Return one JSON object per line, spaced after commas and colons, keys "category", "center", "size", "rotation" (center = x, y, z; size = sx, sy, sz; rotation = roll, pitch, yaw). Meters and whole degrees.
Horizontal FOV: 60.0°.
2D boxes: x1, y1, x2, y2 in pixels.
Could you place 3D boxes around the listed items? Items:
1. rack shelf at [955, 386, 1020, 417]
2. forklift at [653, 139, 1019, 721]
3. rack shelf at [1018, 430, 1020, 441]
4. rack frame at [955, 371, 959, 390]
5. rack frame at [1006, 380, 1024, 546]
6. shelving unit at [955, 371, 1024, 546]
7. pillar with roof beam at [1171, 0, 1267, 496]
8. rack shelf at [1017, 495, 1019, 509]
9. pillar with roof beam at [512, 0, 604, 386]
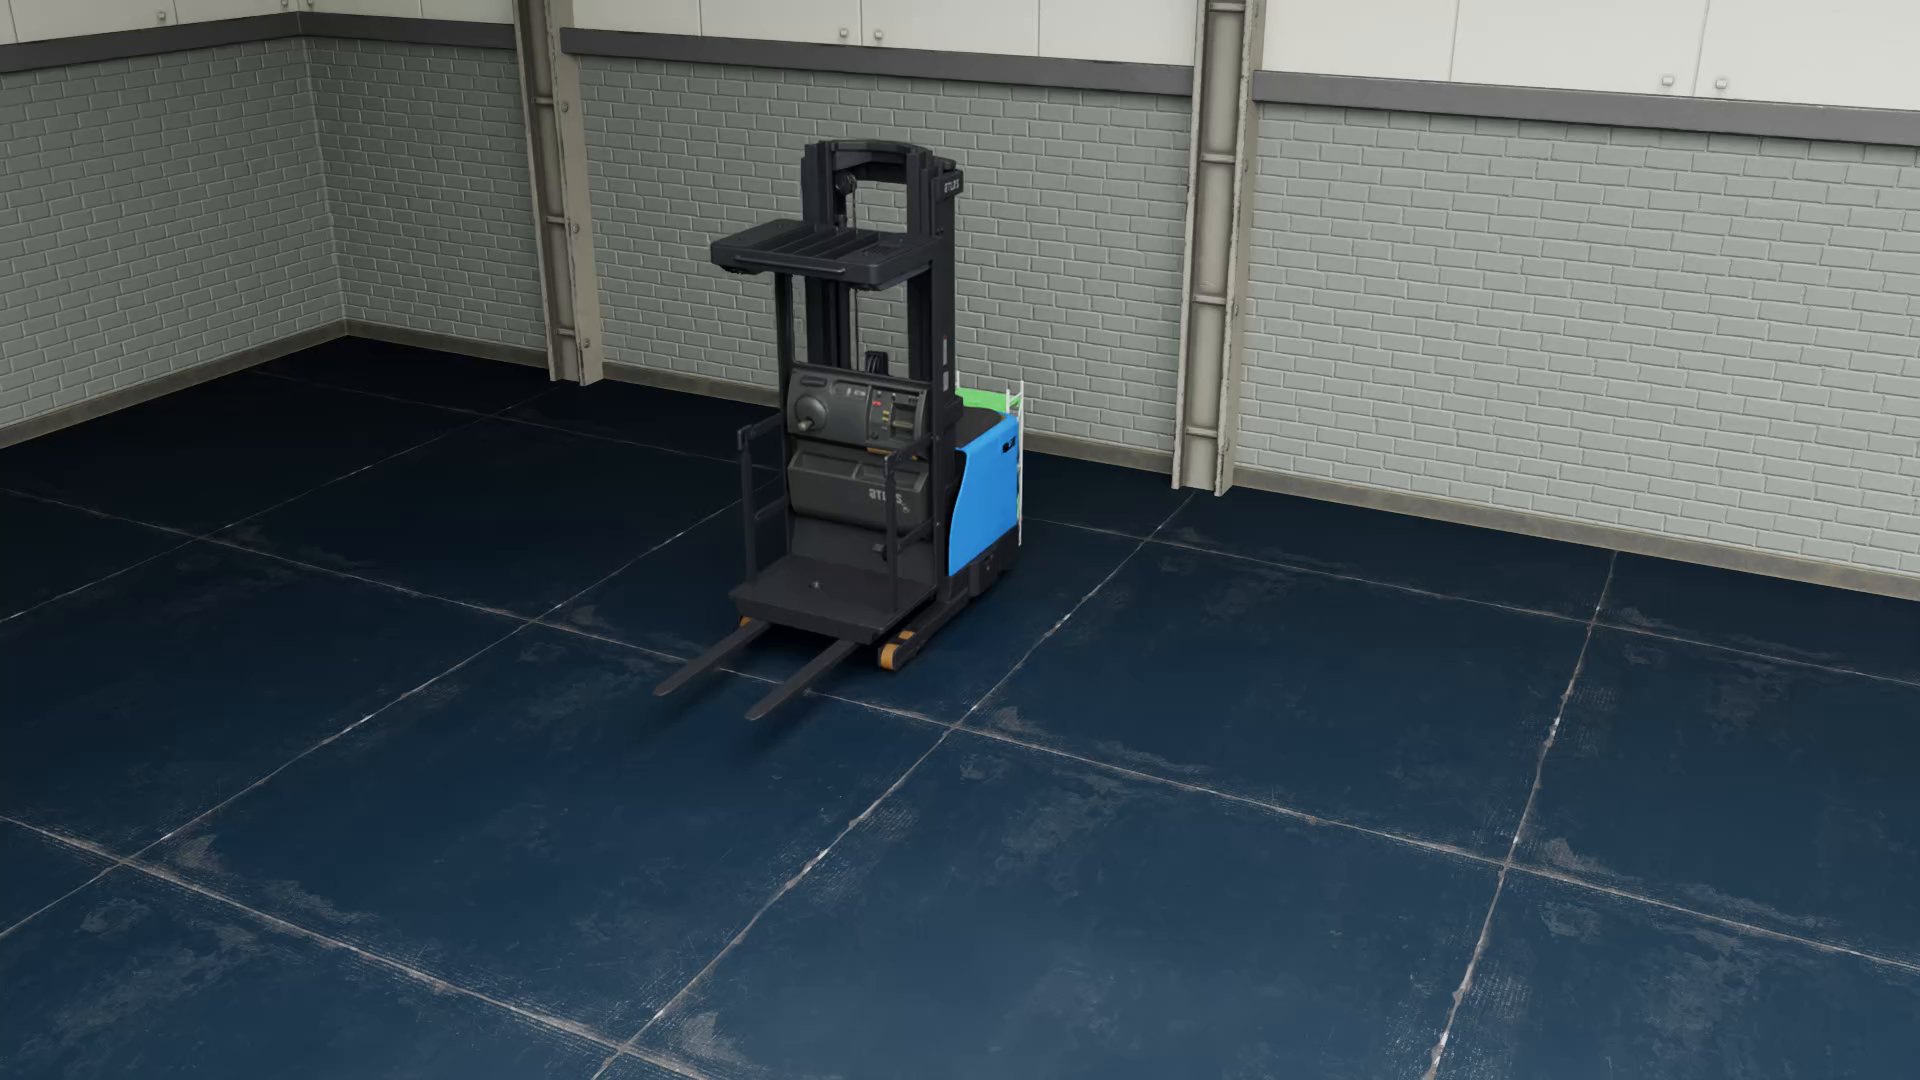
{"category": "rack shelf", "center": [0.151, -0.908, 11.289], "size": [0.480, 0.148, 0.258], "rotation": [11, 26, 25]}
{"category": "forklift", "center": [-0.718, -0.765, 9.804], "size": [1.130, 2.935, 3.031], "rotation": [11, 26, 25]}
{"category": "rack shelf", "center": [0.151, -0.687, 11.383], "size": [0.480, 0.148, 0.258], "rotation": [11, 26, 25]}
{"category": "rack frame", "center": [-0.067, -0.569, 11.554], "size": [0.015, 1.200, 0.240], "rotation": [11, 26, 25]}
{"category": "rack frame", "center": [0.369, -0.482, 11.351], "size": [0.015, 1.200, 0.240], "rotation": [11, 26, 25]}
{"category": "shelving unit", "center": [0.151, -0.525, 11.452], "size": [0.503, 1.200, 0.258], "rotation": [11, 26, 25]}
{"category": "pillar with roof beam", "center": [-0.087, -3.053, 7.431], "size": [0.400, 9.000, 9.100], "rotation": [11, 25, 25]}
{"category": "rack shelf", "center": [0.151, -0.246, 11.571], "size": [0.480, 0.148, 0.258], "rotation": [11, 26, 25]}
{"category": "pillar with roof beam", "center": [-5.441, -4.113, 9.923], "size": [0.400, 9.000, 9.100], "rotation": [11, 25, 25]}
